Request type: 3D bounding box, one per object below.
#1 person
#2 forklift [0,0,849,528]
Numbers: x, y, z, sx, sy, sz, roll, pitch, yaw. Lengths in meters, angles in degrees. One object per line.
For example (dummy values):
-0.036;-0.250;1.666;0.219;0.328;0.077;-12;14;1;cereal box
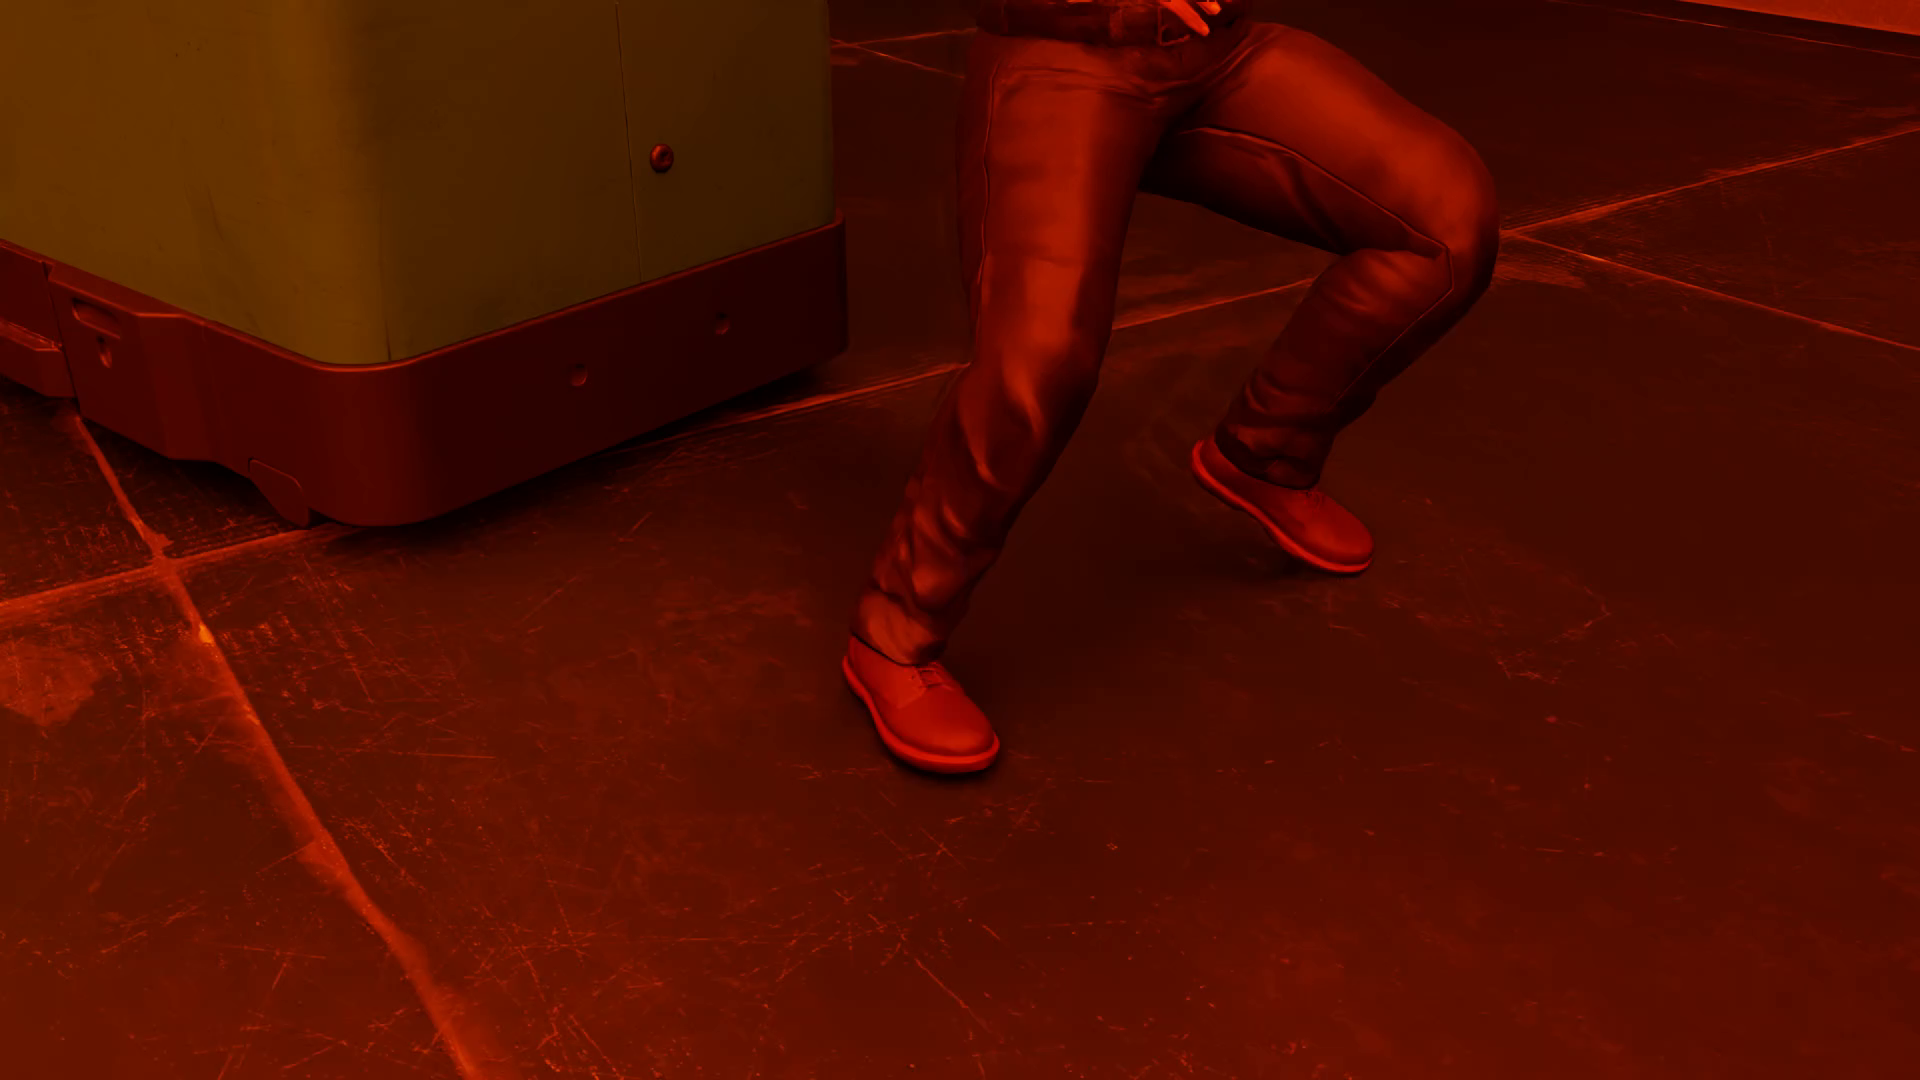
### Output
0.259;-0.535;1.943;0.910;1.455;0.706;-14;30;-26;person
-1.671;-1.852;2.923;3.031;2.935;1.130;20;33;34;forklift
